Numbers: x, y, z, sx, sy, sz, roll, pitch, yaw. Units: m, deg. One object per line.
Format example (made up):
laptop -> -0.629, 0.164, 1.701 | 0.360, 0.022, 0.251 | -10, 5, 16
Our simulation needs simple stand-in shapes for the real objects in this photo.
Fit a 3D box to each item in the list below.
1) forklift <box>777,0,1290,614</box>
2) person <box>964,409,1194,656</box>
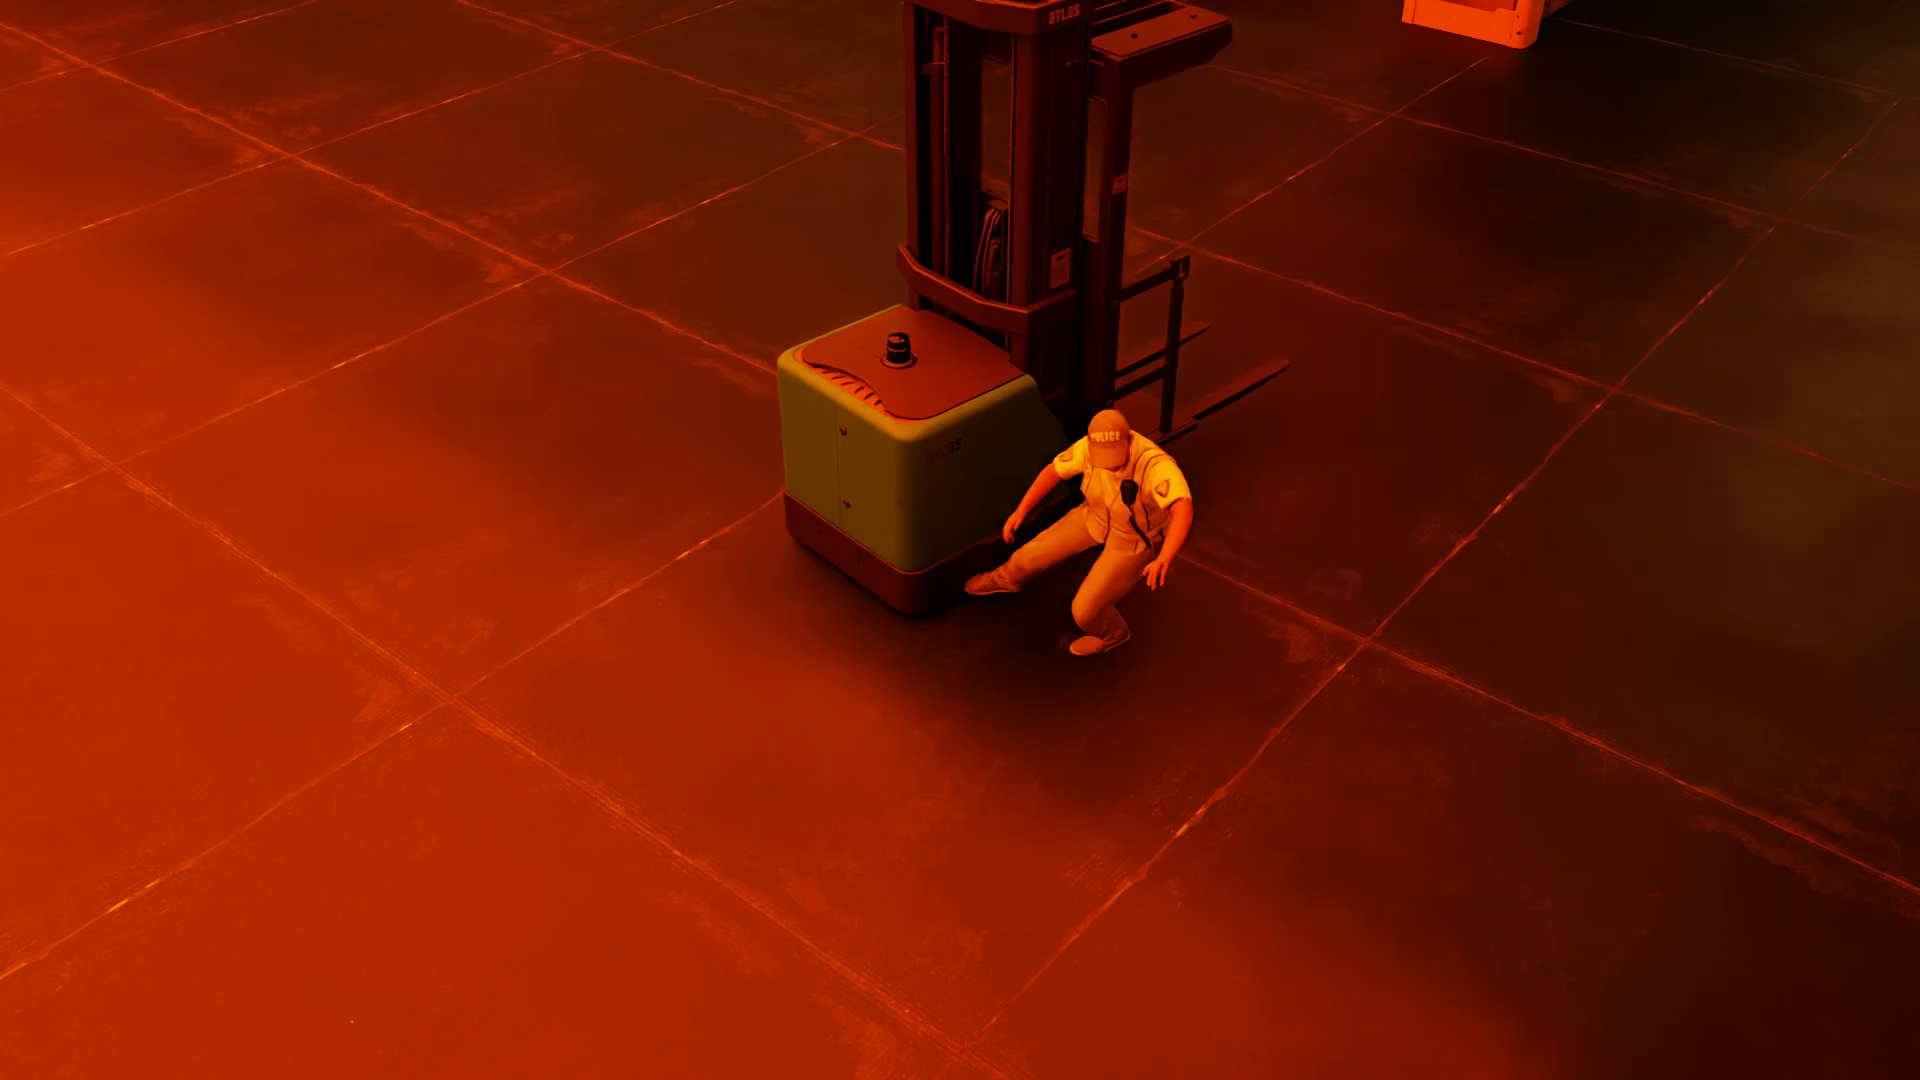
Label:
forklift -> 0.545, -1.572, 8.180 | 3.031, 2.935, 1.130 | -28, 44, -33
person -> 0.518, -0.018, 7.360 | 1.358, 1.426, 0.834 | 26, 43, 31
